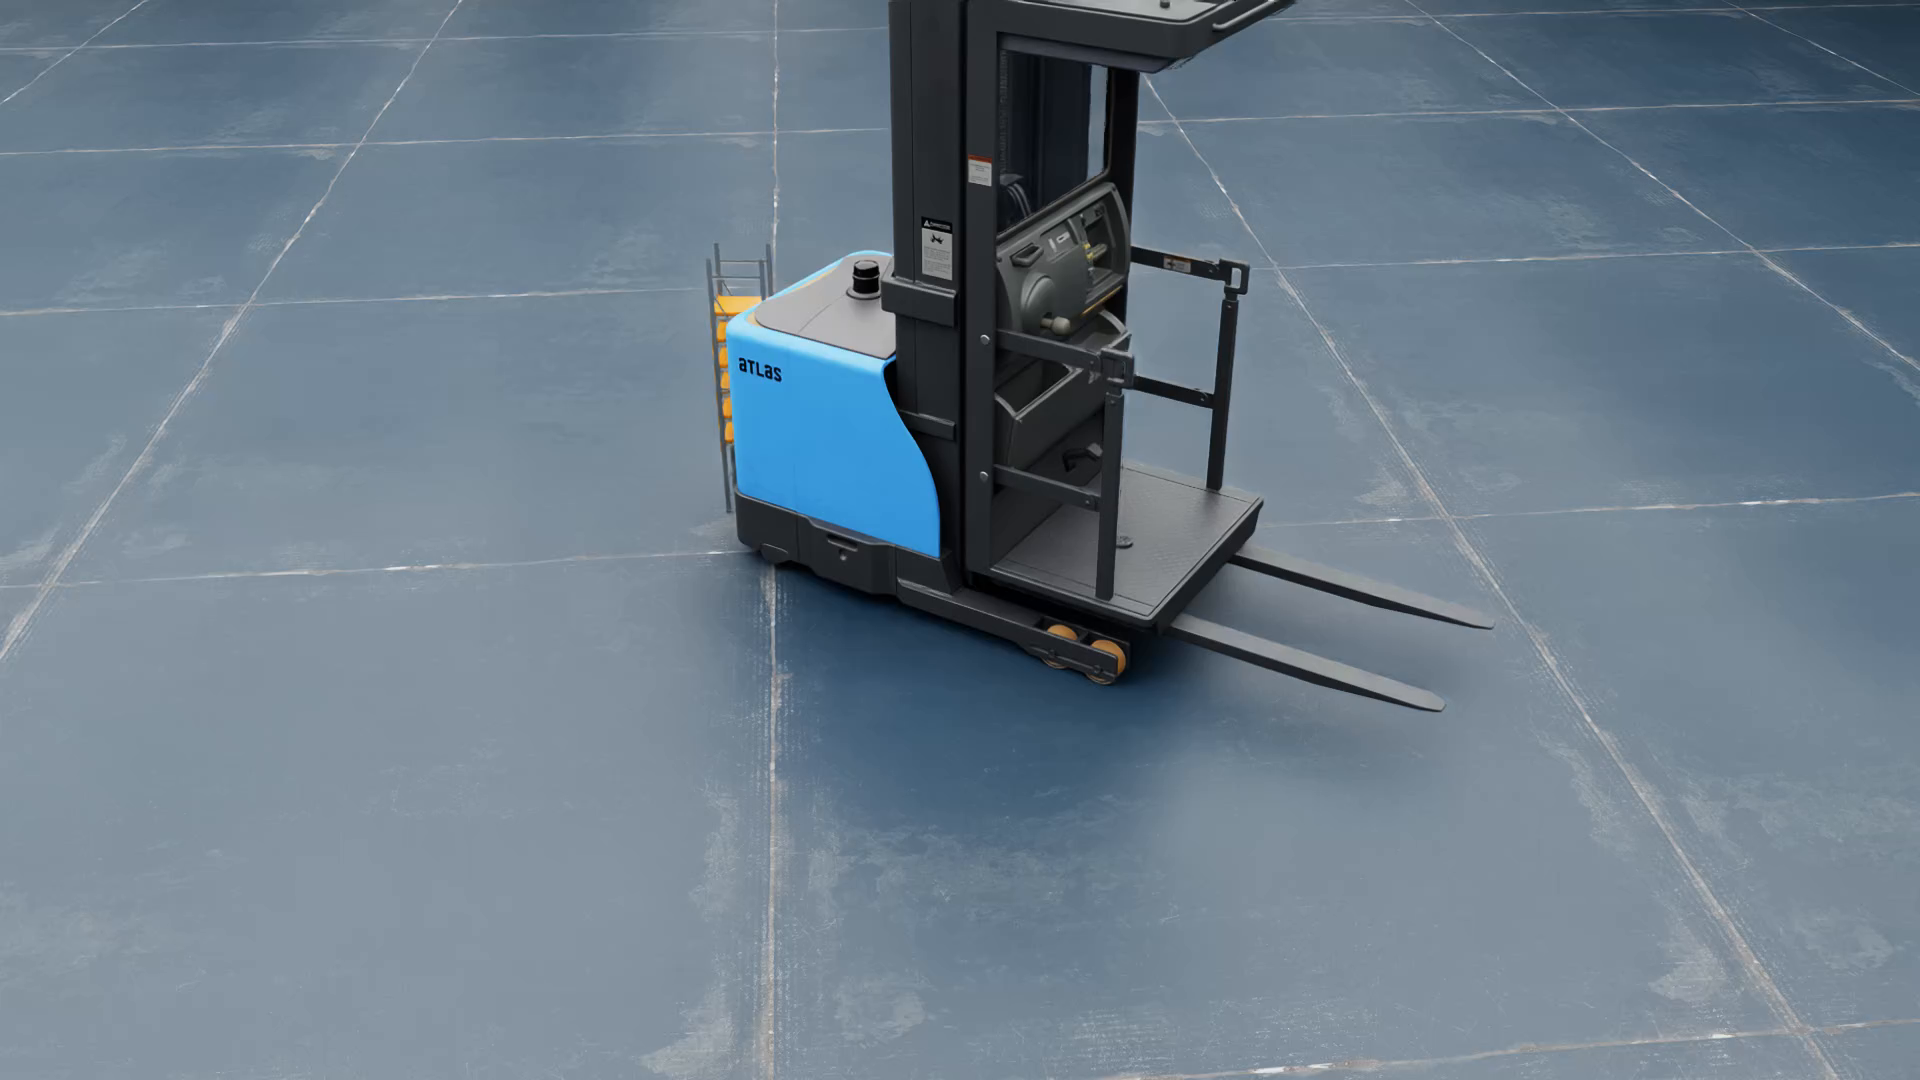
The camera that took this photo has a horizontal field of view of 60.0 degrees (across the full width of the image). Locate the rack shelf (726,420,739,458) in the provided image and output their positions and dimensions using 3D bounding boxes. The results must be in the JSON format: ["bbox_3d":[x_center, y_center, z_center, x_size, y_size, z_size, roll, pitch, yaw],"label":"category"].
[{"bbox_3d":[-0.910,-0.460,7.402,0.258,0.103,0.180,-4,30,-7],"label":"rack shelf"}]

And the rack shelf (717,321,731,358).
[{"bbox_3d":[-0.911,-0.874,7.160,0.258,0.103,0.180,-4,30,-7],"label":"rack shelf"}]

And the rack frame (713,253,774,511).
[{"bbox_3d":[-0.898,-0.660,7.180,0.240,1.200,0.006,-4,30,-7],"label":"rack frame"}]

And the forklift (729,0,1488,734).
[{"bbox_3d":[0.543,-1.000,6.066,3.031,2.935,1.130,21,36,30],"label":"forklift"}]

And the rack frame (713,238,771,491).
[{"bbox_3d":[-0.924,-0.751,7.337,0.240,1.200,0.006,-4,30,-7],"label":"rack frame"}]

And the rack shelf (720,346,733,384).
[{"bbox_3d":[-0.911,-0.771,7.221,0.258,0.103,0.180,-4,30,-7],"label":"rack shelf"}]

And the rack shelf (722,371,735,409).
[{"bbox_3d":[-0.911,-0.667,7.281,0.258,0.103,0.180,-4,30,-7],"label":"rack shelf"}]

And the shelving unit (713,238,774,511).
[{"bbox_3d":[-0.911,-0.705,7.259,0.258,1.200,0.189,-4,30,-7],"label":"shelving unit"}]

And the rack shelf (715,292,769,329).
[{"bbox_3d":[-0.911,-0.978,7.100,0.258,0.103,0.180,-4,30,-7],"label":"rack shelf"}]

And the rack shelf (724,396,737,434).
[{"bbox_3d":[-0.910,-0.563,7.341,0.258,0.103,0.180,-4,30,-7],"label":"rack shelf"}]
